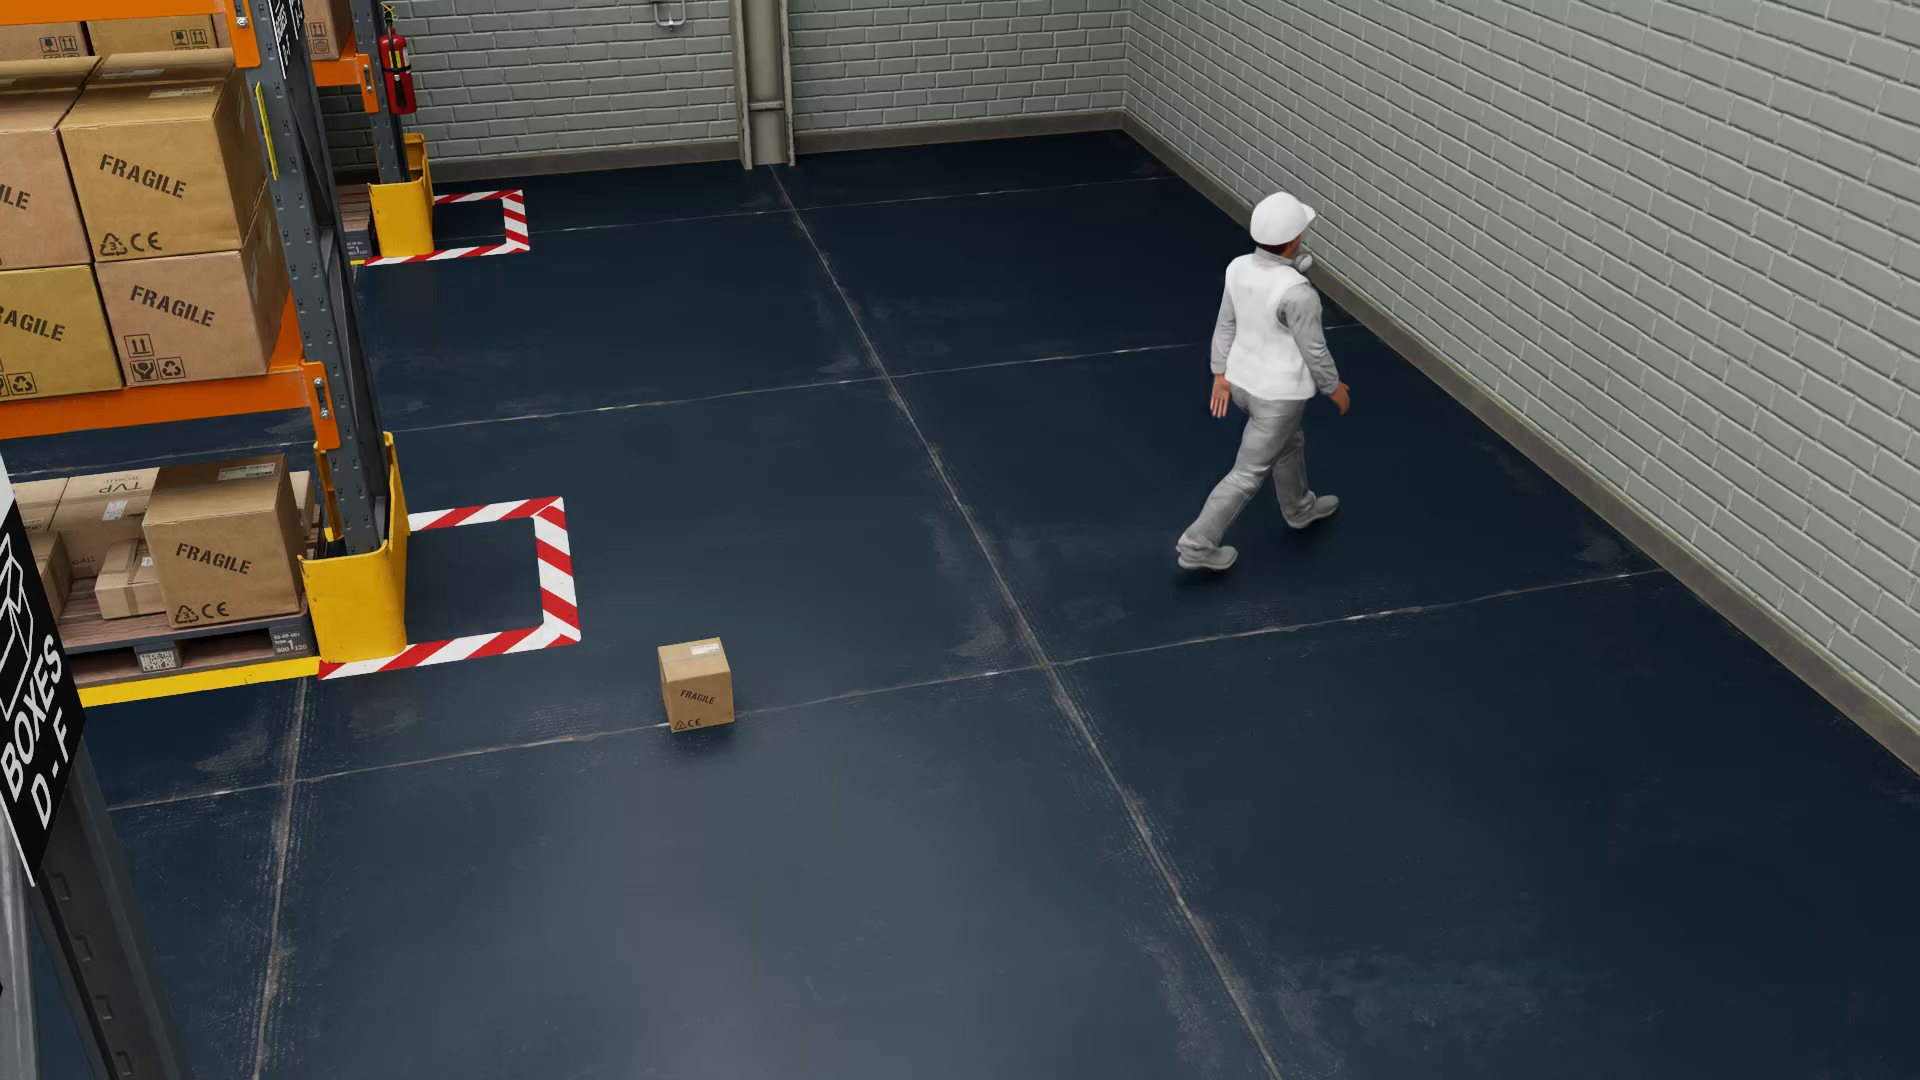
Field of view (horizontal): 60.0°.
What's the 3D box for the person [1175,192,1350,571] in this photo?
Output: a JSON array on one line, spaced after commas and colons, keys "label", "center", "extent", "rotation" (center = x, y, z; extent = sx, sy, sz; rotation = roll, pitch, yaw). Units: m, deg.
[{"label": "person", "center": [1.421, -0.704, 7.320], "extent": [1.033, 1.722, 0.542], "rotation": [-14, 33, -22]}]
